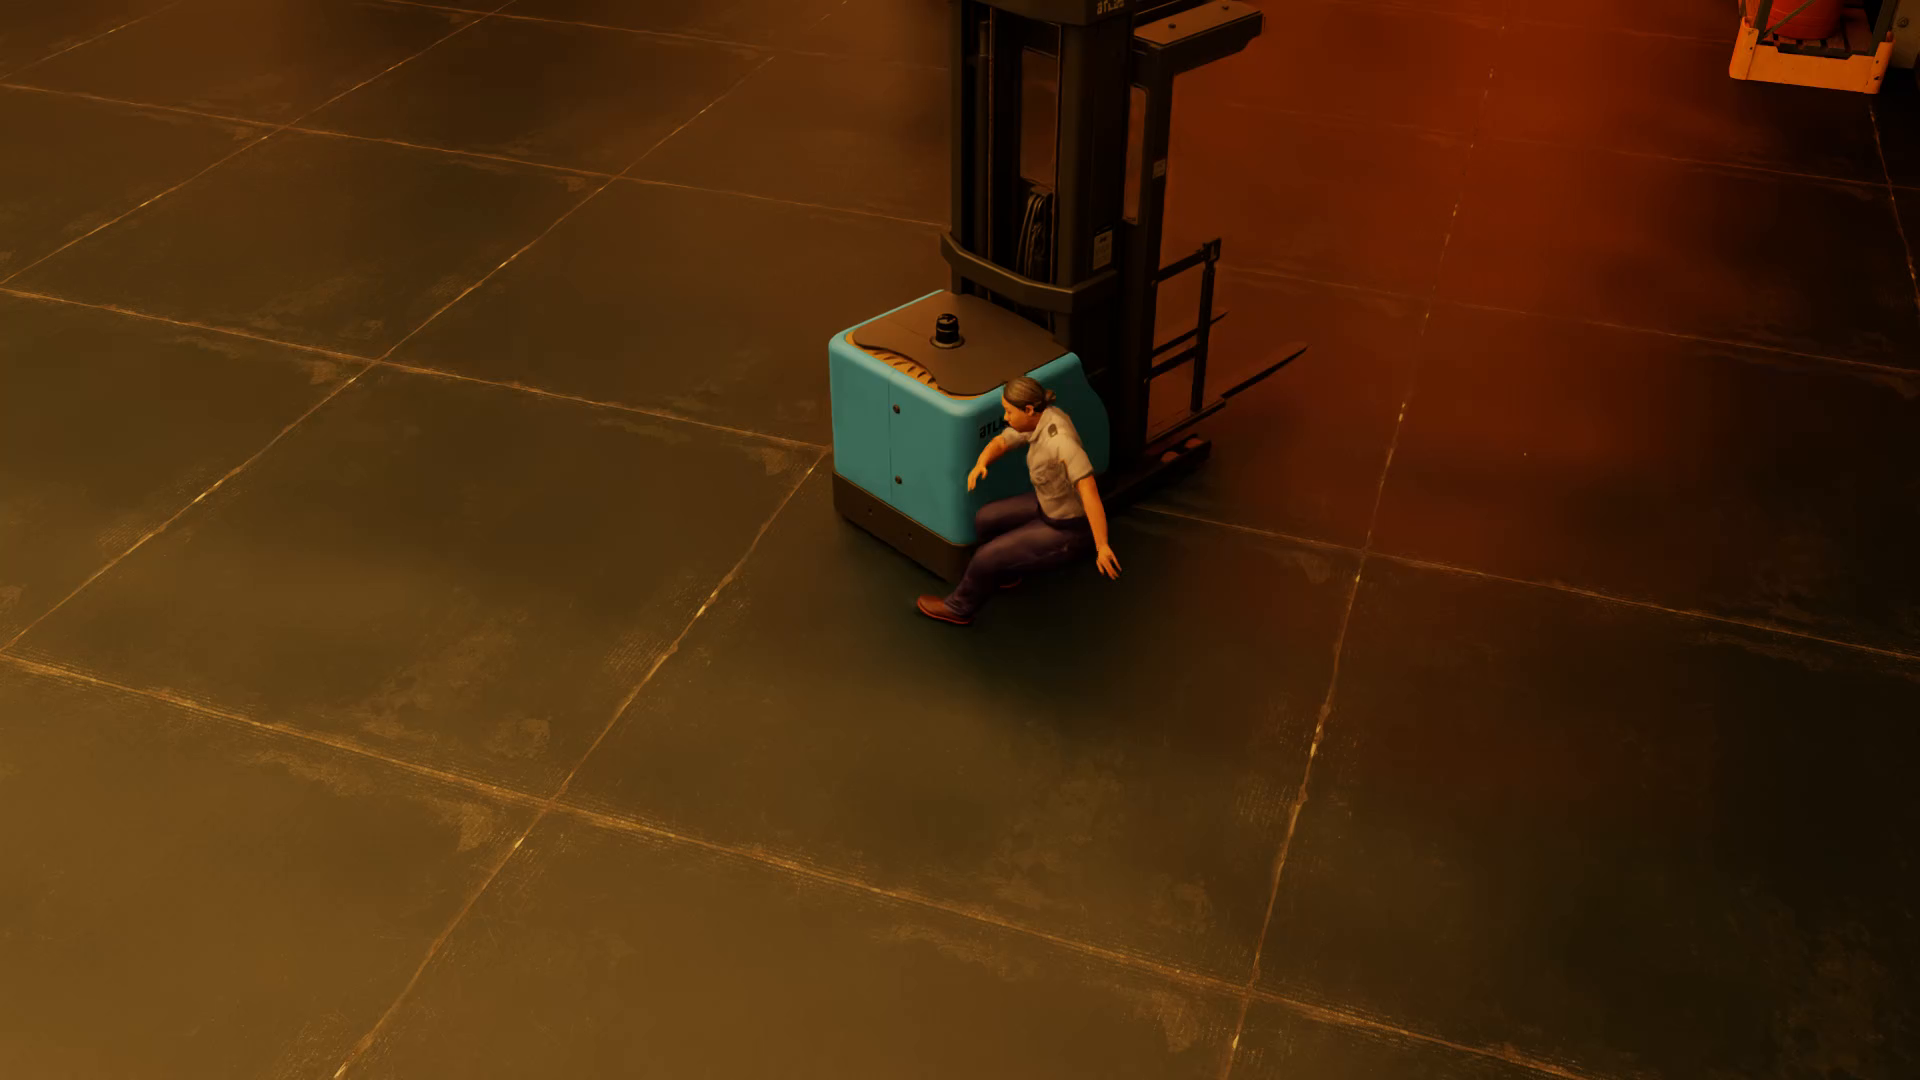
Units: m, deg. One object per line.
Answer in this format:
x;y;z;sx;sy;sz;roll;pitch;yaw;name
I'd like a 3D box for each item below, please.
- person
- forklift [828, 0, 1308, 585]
0.240;-0.065;7.625;0.892;1.397;1.014;-1;35;-2;person
0.747;-1.710;8.523;3.031;2.935;1.130;-29;44;-34;forklift
